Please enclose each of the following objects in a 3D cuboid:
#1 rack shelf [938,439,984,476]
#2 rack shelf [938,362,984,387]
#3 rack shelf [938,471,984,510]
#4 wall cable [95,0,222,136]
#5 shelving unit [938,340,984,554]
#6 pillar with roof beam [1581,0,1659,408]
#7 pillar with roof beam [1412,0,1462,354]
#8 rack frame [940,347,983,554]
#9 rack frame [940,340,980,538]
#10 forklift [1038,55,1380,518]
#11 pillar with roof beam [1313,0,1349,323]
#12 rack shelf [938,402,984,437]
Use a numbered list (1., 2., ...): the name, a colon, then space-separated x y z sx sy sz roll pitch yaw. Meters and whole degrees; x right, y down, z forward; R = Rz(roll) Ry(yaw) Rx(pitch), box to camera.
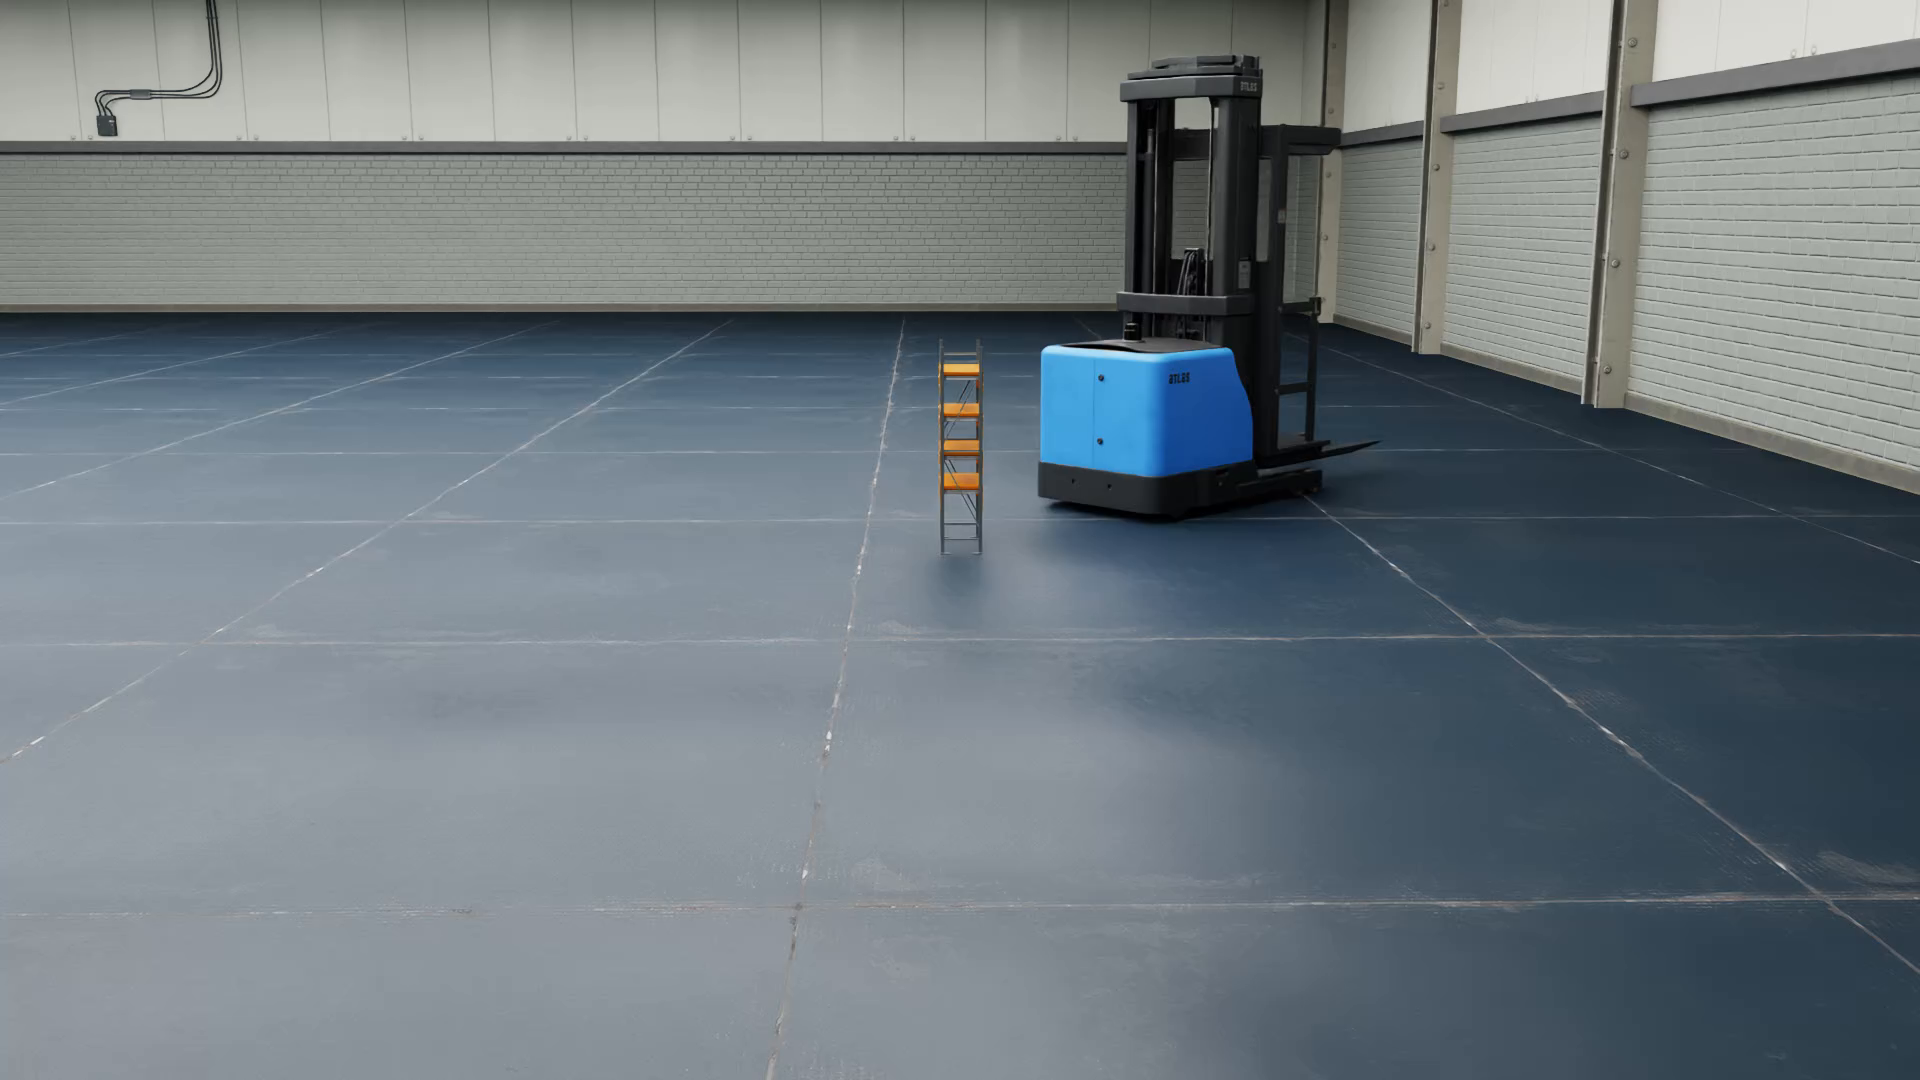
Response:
1. rack shelf: 0.003 -0.489 9.791 0.258 0.148 0.480 0 11 -1
2. rack shelf: 0.003 -0.940 9.699 0.258 0.148 0.480 0 11 -1
3. rack shelf: 0.003 -0.295 9.830 0.258 0.148 0.480 0 11 -1
4. wall cable: -14.519 -10.310 29.692 2.305 6.003 0.169 0 11 -1
5. shelving unit: 0.003 -0.555 9.778 0.258 1.200 0.503 0 11 -1
6. pillar with roof beam: 2.165 -5.743 15.733 9.100 9.000 0.400 0 11 -1
7. pillar with roof beam: 2.041 -6.935 21.612 9.100 9.000 0.400 0 11 -1
8. rack frame: 0.008 -0.507 9.539 0.240 1.200 0.015 0 11 -1
9. rack frame: -0.002 -0.604 10.017 0.240 1.200 0.015 0 11 -1
10. forklift: 1.910 -1.806 11.587 1.130 2.935 3.031 11 16 43
11. pillar with roof beam: 1.917 -8.128 27.491 9.100 9.000 0.400 0 11 -1
12. rack shelf: 0.003 -0.708 9.747 0.258 0.148 0.480 0 11 -1
